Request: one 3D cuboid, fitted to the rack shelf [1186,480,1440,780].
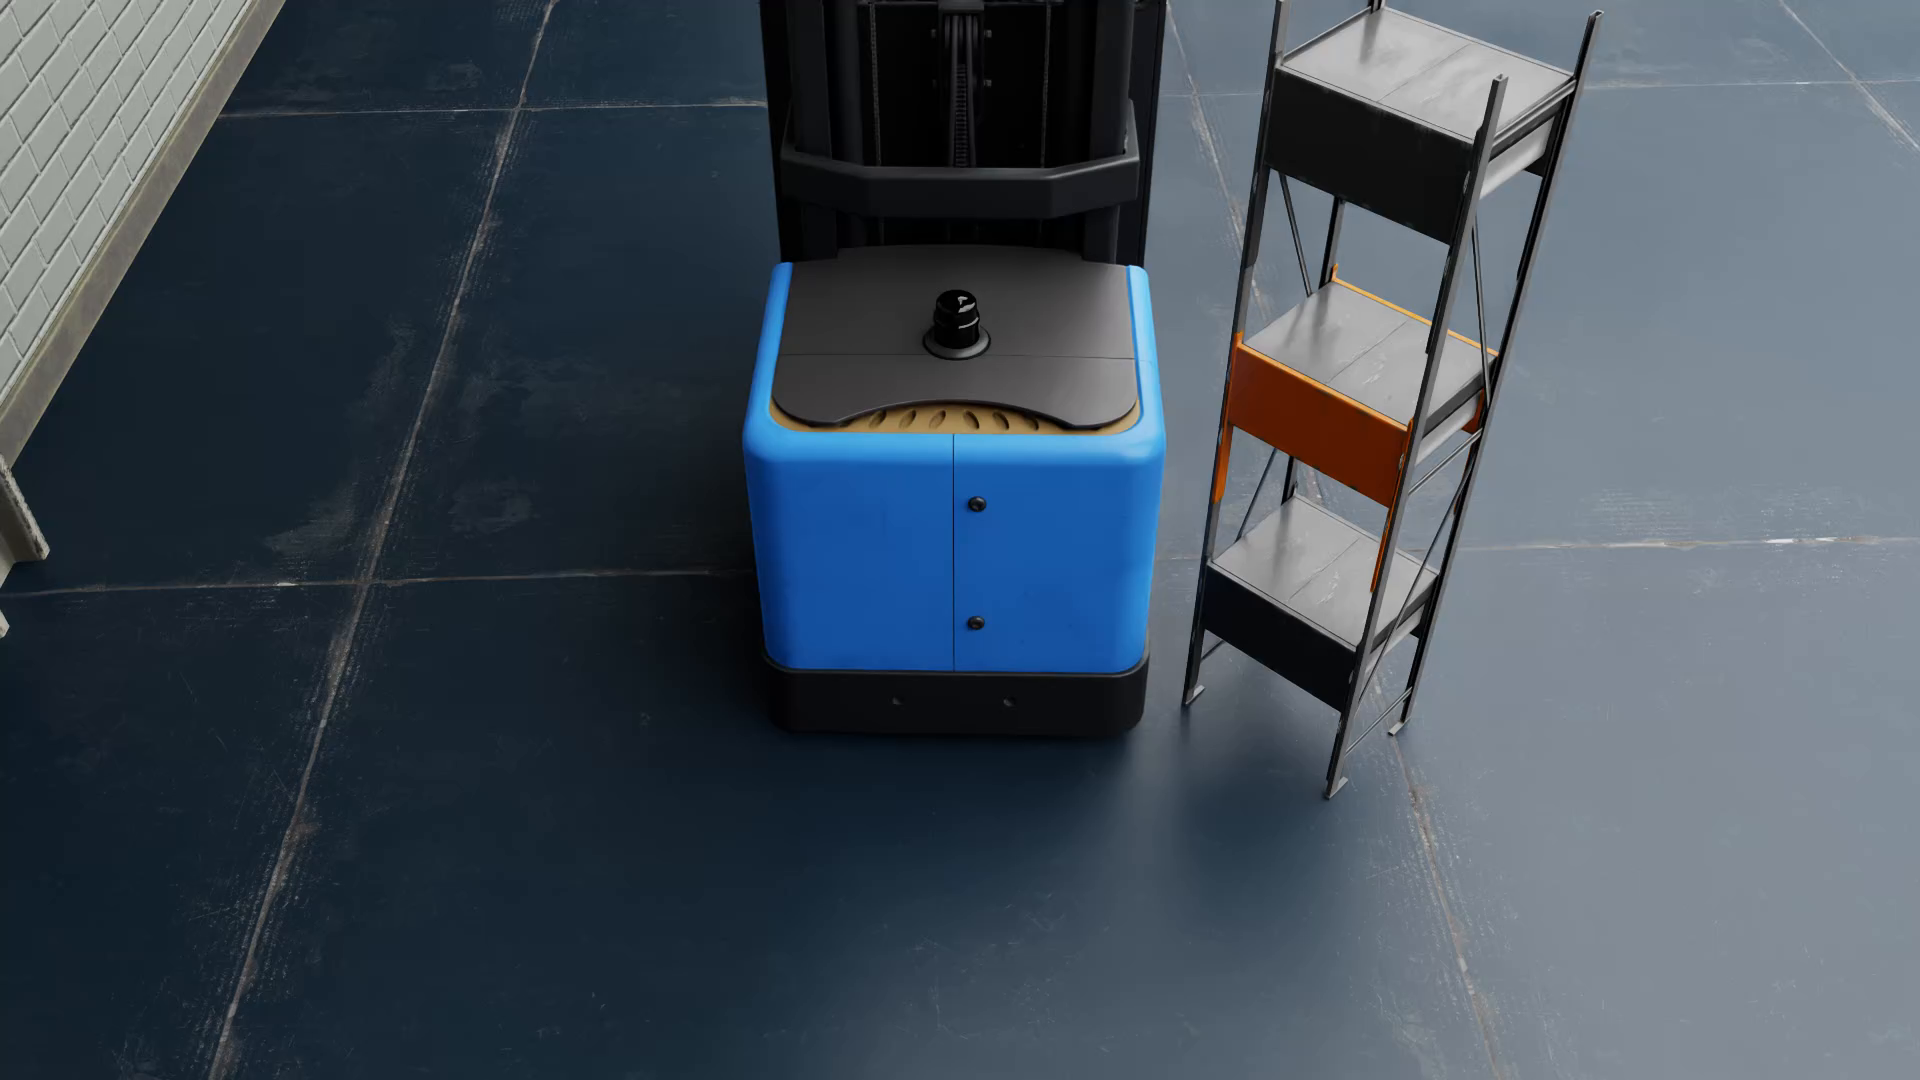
[{"bbox_3d":[0.951,0.240,4.491,0.480,0.518,0.431,33,52,31],"label":"rack shelf"}]

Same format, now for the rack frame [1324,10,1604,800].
[{"bbox_3d":[1.128,-0.173,3.884,0.015,2.100,0.400,33,52,31],"label":"rack frame"}]

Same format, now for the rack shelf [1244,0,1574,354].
[{"bbox_3d":[0.951,-0.793,3.545,0.480,0.518,0.431,33,52,31],"label":"rack shelf"}]

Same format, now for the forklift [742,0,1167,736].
[{"bbox_3d":[0.012,-1.517,4.736,1.130,2.935,3.031,1,43,1],"label":"forklift"}]

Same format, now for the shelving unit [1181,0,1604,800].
[{"bbox_3d":[0.951,-0.287,4.009,0.503,2.100,0.431,33,52,31],"label":"shelving unit"}]

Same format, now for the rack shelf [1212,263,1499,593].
[{"bbox_3d":[0.951,-0.277,4.018,0.480,0.518,0.431,33,52,31],"label":"rack shelf"}]

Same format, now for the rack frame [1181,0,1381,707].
[{"bbox_3d":[0.775,-0.400,4.133,0.015,2.100,0.400,33,52,31],"label":"rack frame"}]
